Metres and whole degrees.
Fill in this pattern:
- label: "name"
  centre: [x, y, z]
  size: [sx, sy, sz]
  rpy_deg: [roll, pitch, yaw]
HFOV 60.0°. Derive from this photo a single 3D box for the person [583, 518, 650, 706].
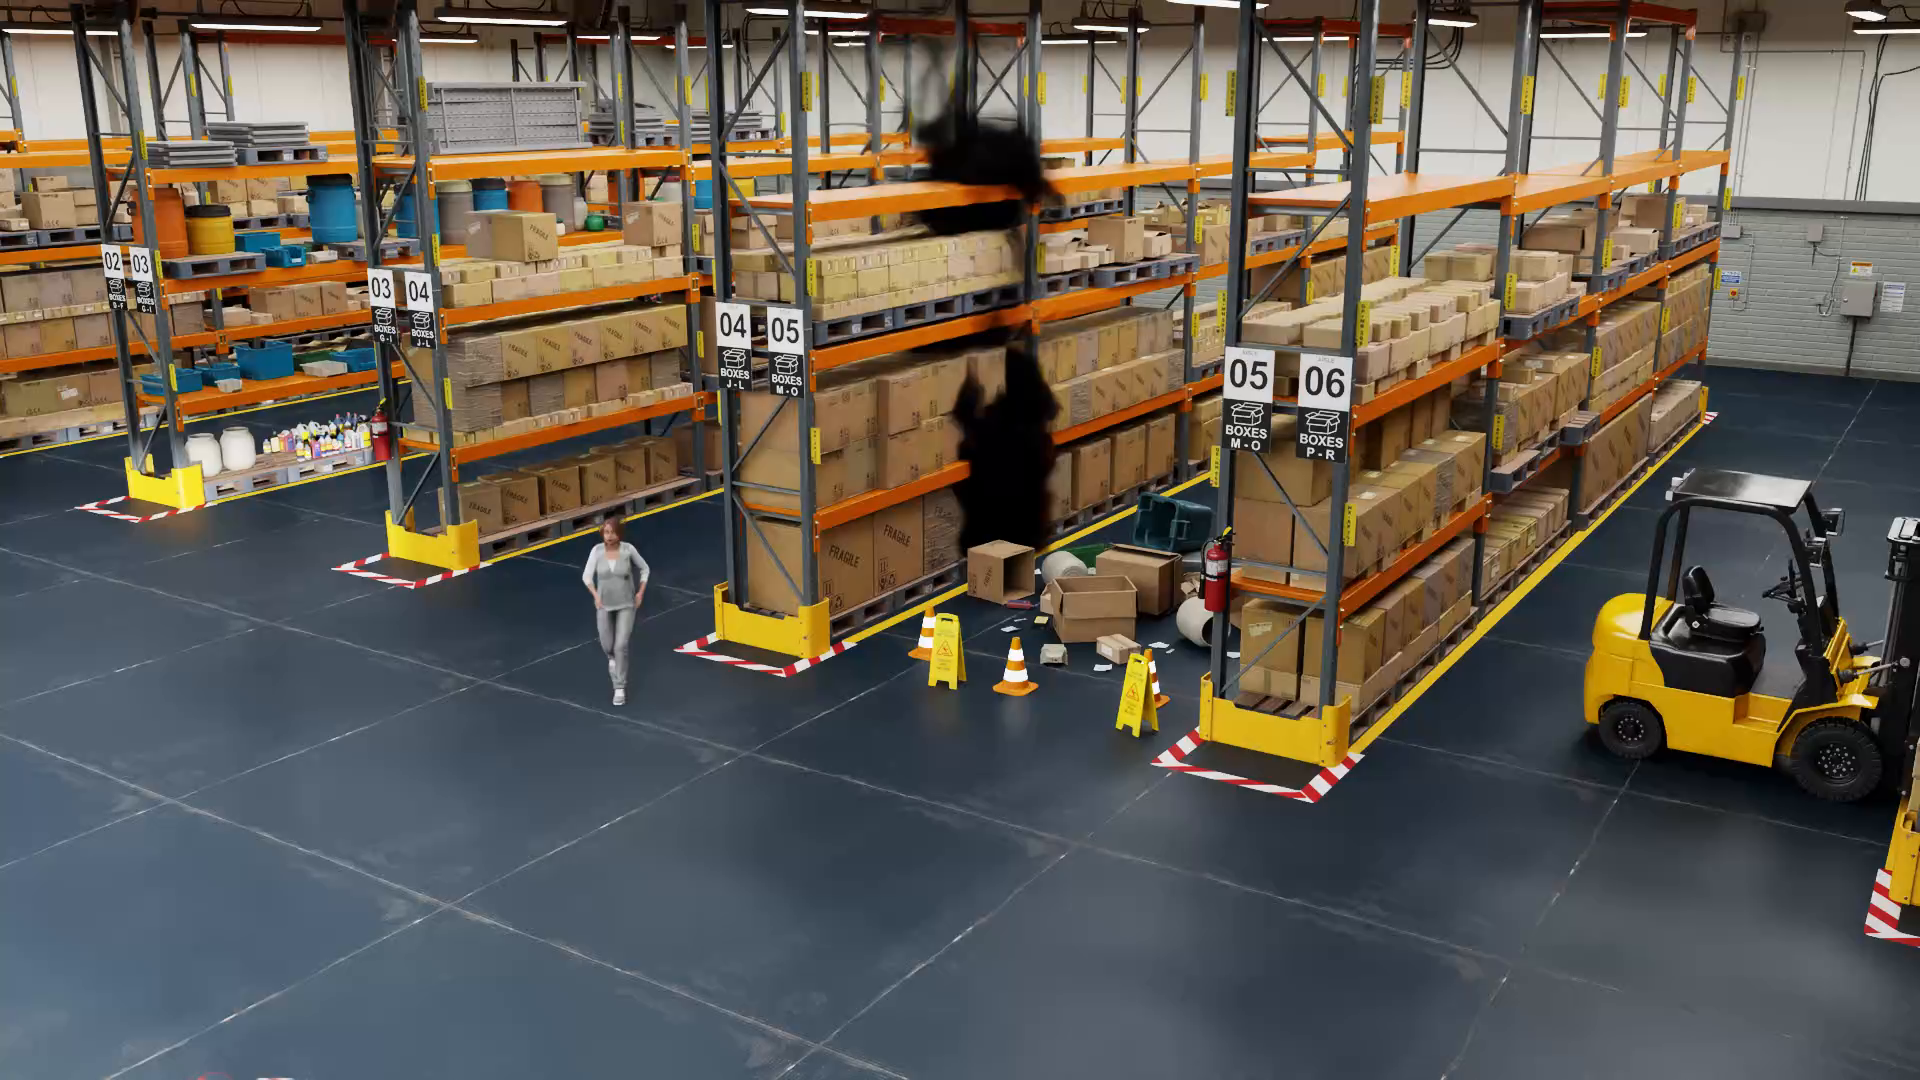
- label: "person"
  centre: [-2.933, 0.567, 14.267]
  size: [0.566, 1.592, 0.682]
  rpy_deg: [-1, 16, -4]
